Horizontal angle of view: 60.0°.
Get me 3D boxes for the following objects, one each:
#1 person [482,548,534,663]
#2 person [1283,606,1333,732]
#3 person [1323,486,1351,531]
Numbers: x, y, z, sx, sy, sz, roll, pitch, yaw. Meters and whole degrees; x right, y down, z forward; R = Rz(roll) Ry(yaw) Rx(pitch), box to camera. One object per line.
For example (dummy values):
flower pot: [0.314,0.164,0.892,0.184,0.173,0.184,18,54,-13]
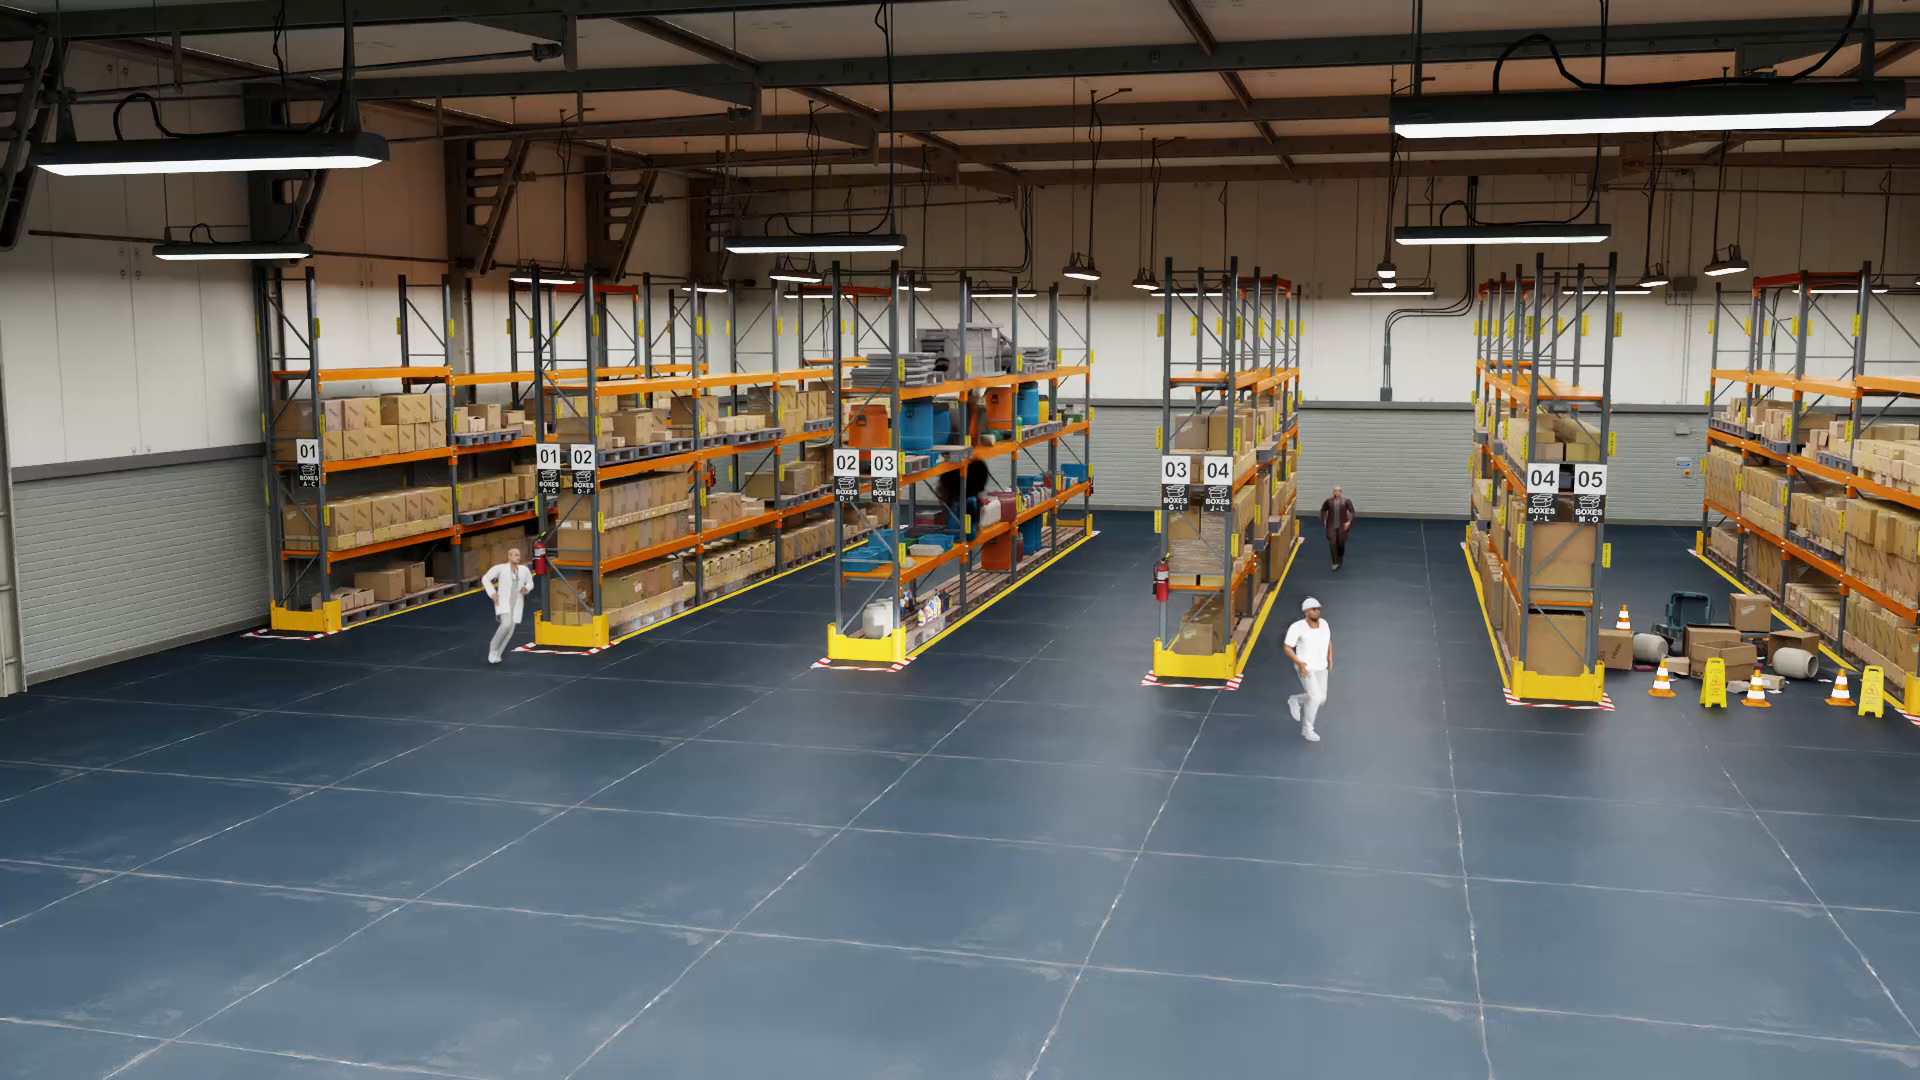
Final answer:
person: [-6.770,0.982,25.050,0.784,1.702,0.633,-5,9,-36]
person: [4.275,1.543,20.482,0.706,1.633,0.604,-4,8,-27]
person: [7.878,-0.661,34.721,0.684,0.935,0.345,2,8,16]
